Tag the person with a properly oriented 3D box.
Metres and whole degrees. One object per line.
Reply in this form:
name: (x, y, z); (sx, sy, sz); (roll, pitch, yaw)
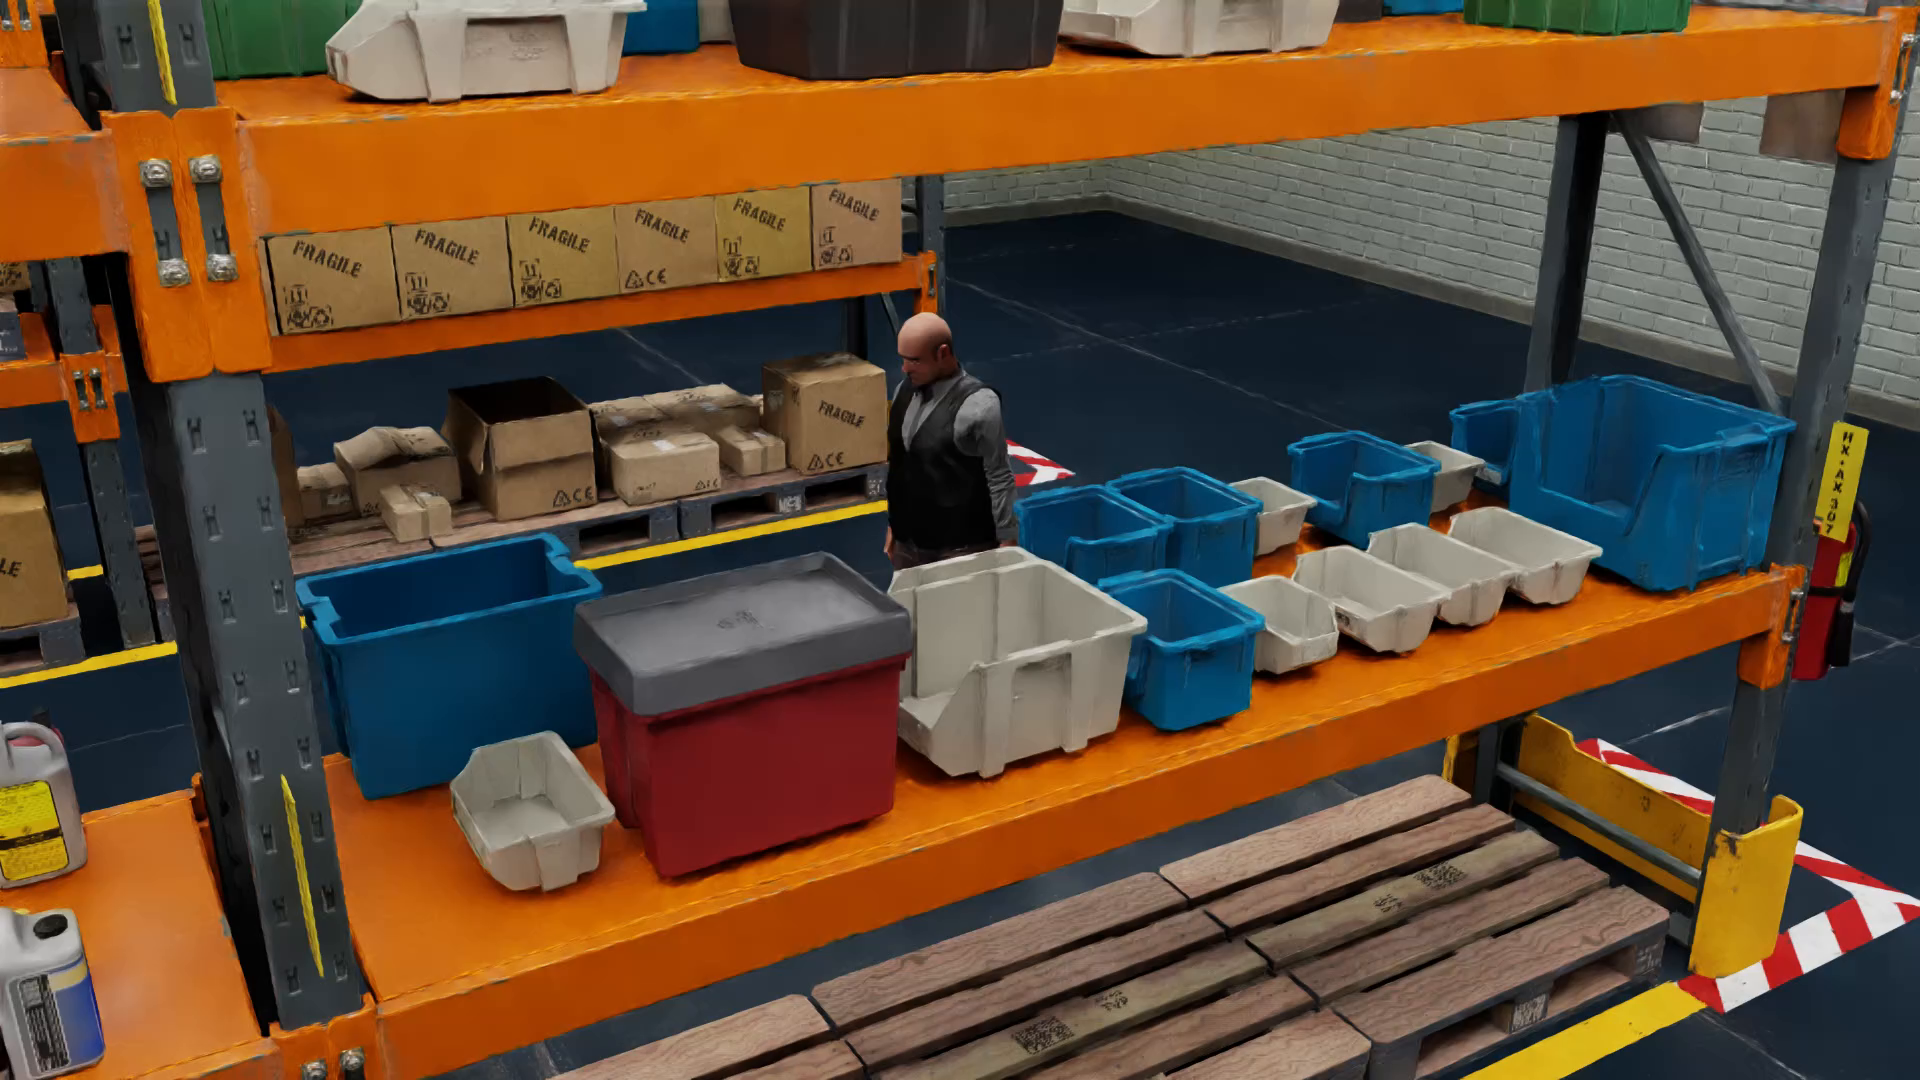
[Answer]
person: (-0.071, 0.039, 5.977); (0.469, 1.714, 0.699); (-20, 29, -40)
